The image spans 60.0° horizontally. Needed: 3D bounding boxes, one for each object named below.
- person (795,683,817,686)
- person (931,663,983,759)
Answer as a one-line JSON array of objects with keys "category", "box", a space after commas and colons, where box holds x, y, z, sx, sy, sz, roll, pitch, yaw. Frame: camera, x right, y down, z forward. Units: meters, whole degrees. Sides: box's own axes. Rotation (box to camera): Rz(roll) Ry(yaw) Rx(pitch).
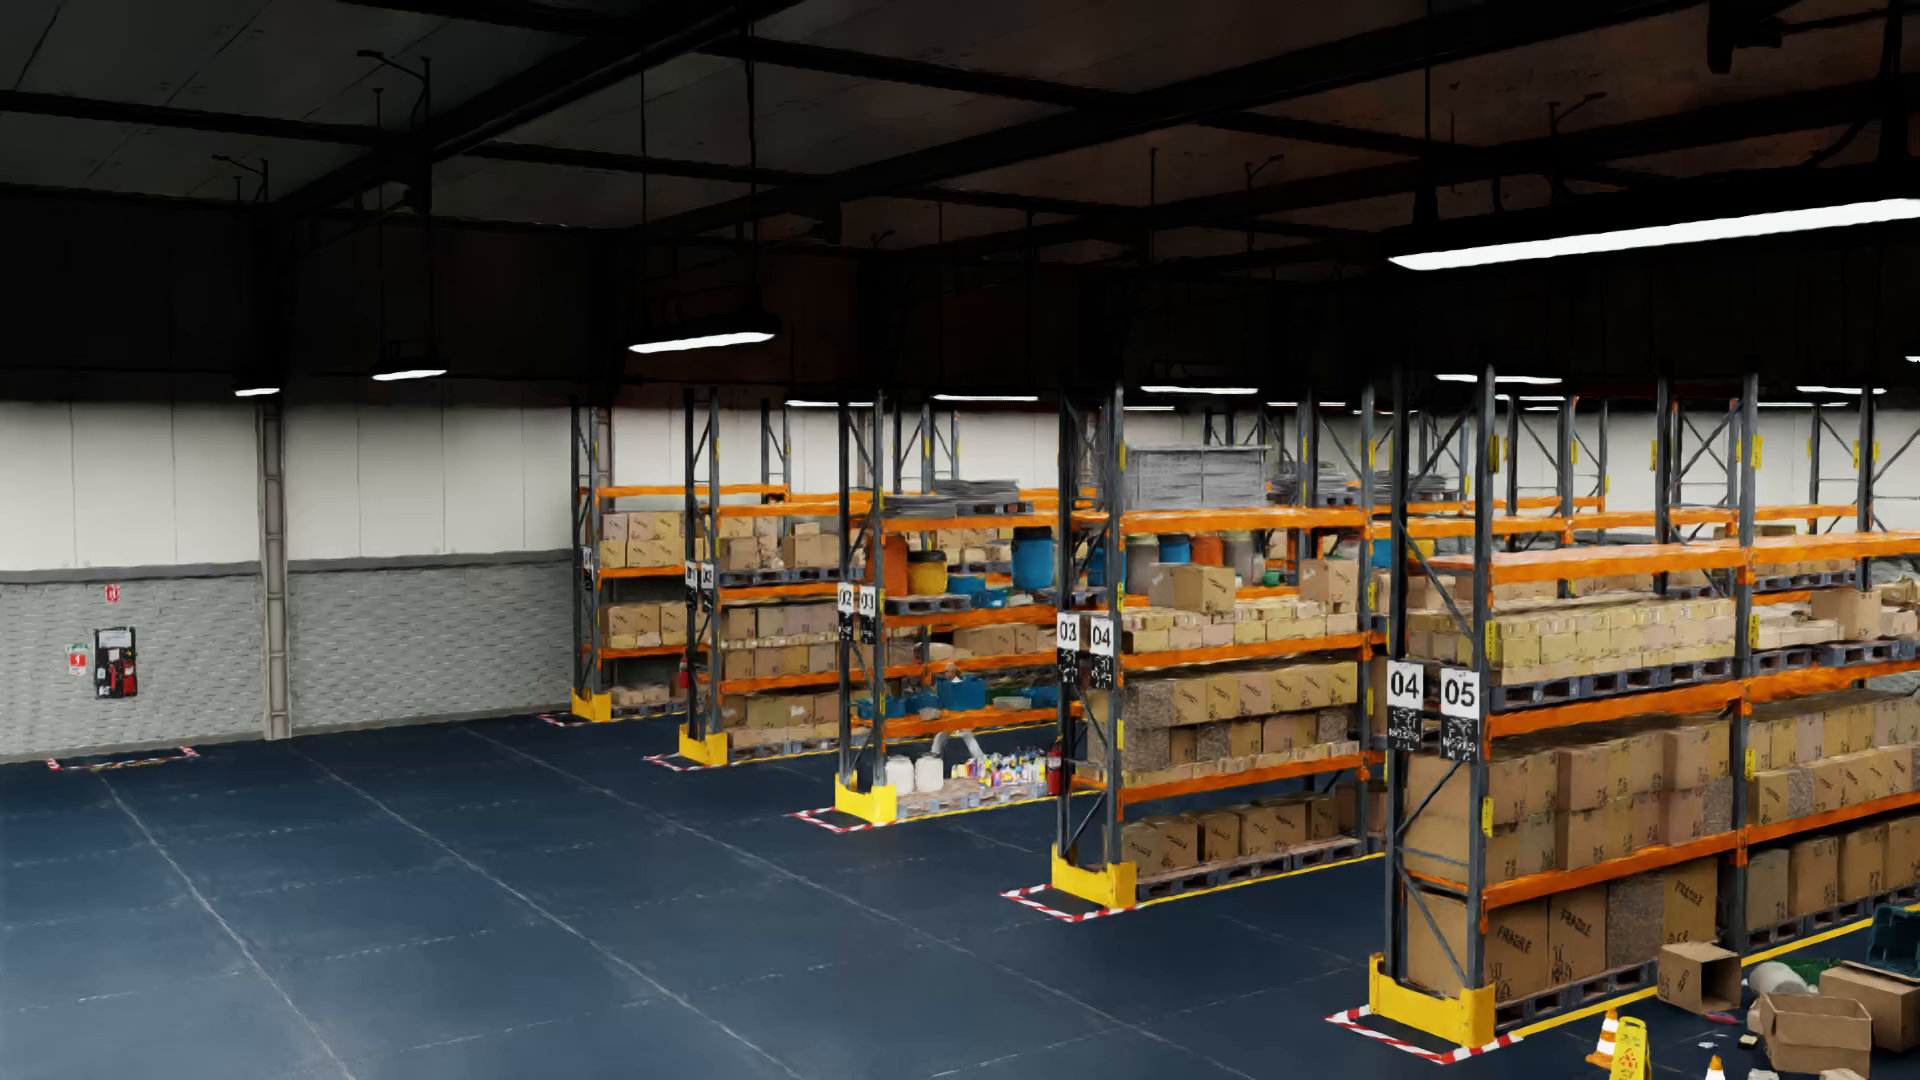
[{"category": "person", "box": [-2.851, 2.491, 30.689, 0.997, 1.621, 0.482, -2, 4, -26]}, {"category": "person", "box": [-0.104, 2.744, 25.806, 1.189, 1.700, 0.588, -3, 4, -37]}]
